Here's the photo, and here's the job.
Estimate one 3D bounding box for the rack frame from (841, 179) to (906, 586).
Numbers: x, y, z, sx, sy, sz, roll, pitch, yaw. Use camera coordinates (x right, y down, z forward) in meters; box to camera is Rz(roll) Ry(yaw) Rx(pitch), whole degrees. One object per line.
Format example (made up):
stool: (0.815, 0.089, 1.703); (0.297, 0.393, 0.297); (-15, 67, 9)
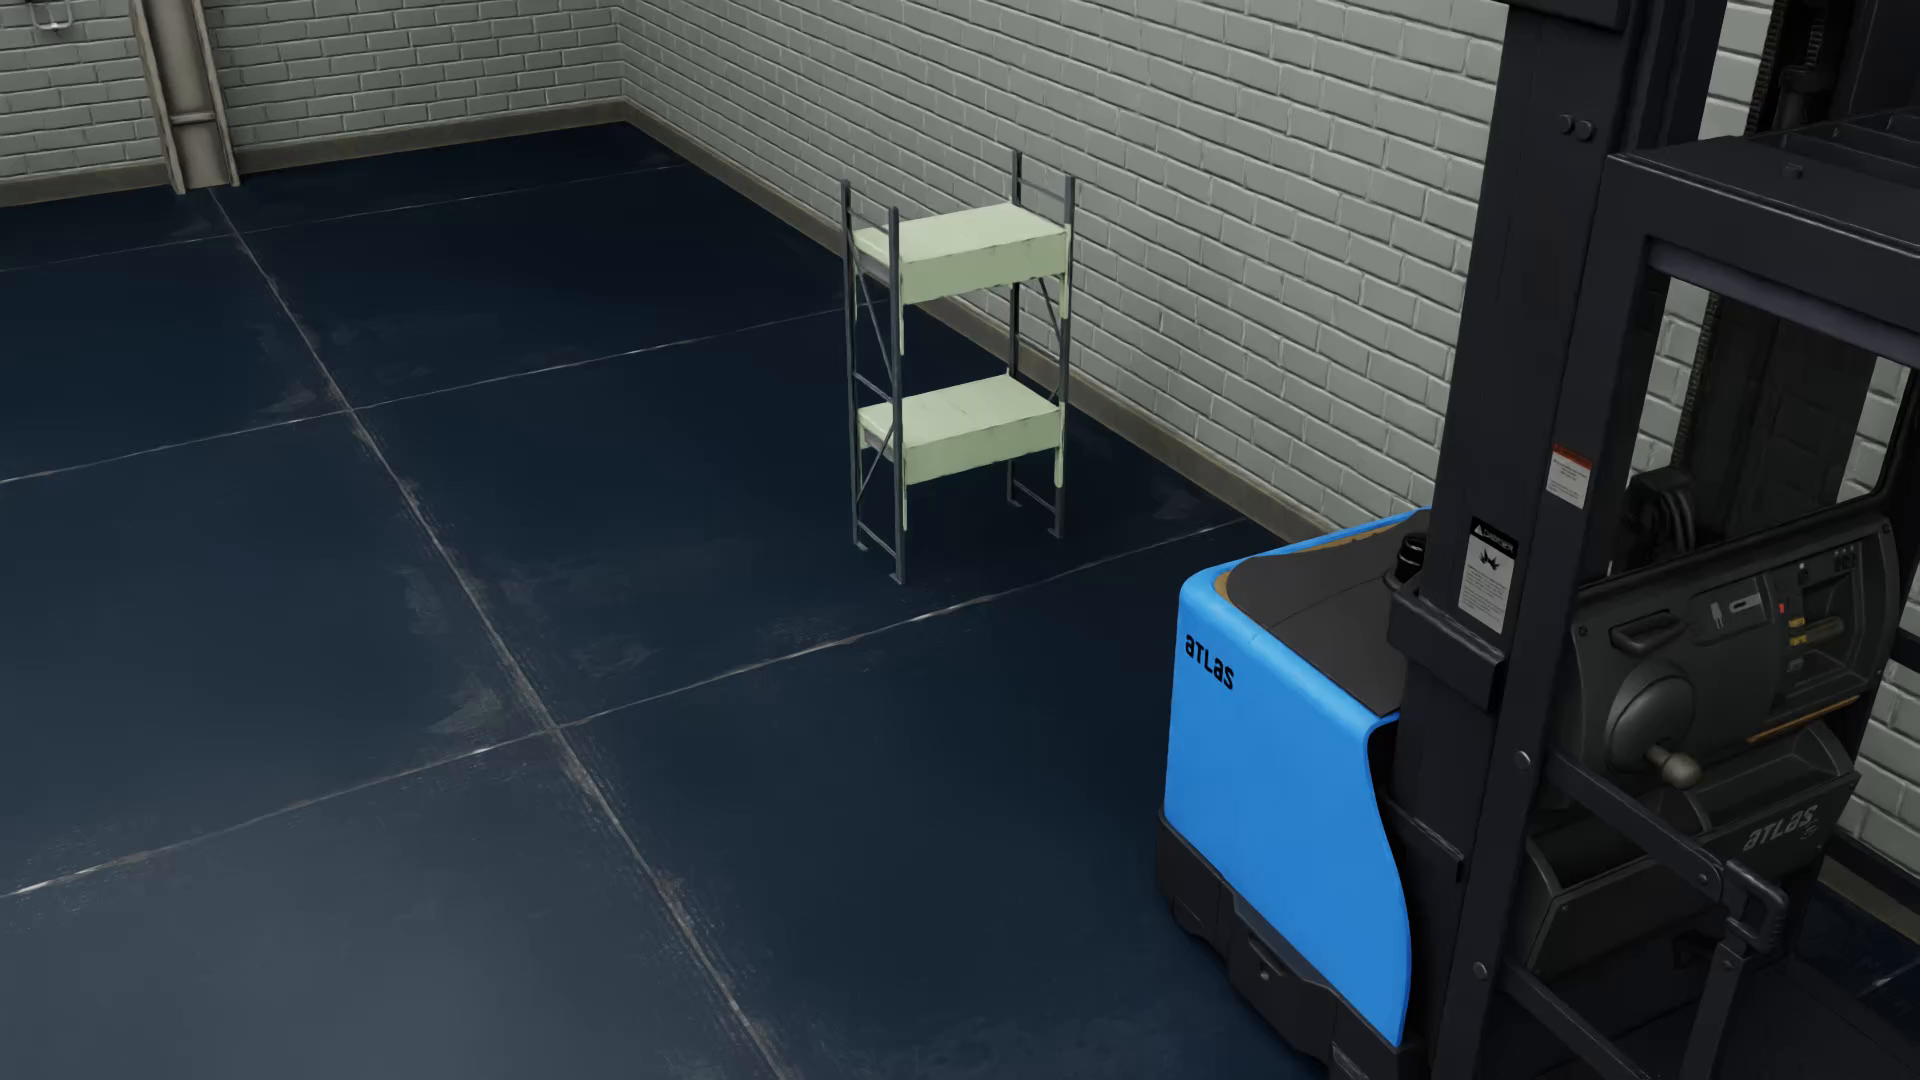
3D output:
rack frame: (-0.321, -0.565, 6.222); (0.023, 1.500, 0.400); (-16, 33, -26)

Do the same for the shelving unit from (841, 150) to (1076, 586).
shelving unit: (-0.006, -0.655, 6.385); (0.755, 1.500, 0.431); (-16, 33, -26)

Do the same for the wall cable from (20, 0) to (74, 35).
wall cable: (-6.267, -3.804, 9.487); (1.851, 1.984, 0.084); (-16, 33, -26)

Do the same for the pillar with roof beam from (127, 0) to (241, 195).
pillar with roof beam: (-2.821, -4.506, 5.602); (0.400, 9.000, 9.100); (-16, 33, -26)

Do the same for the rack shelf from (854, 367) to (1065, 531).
rack shelf: (-0.006, -0.370, 6.542); (0.720, 0.370, 0.431); (-16, 33, -26)

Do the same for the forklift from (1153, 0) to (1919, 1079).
forklift: (1.693, 0.269, 3.230); (1.130, 2.935, 3.031); (-14, 32, -24)

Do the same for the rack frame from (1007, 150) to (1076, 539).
rack frame: (0.310, -0.745, 6.547); (0.023, 1.500, 0.400); (-16, 33, -26)

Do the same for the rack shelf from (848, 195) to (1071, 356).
rack shelf: (-0.006, -0.997, 6.196); (0.720, 0.370, 0.431); (-16, 33, -26)
